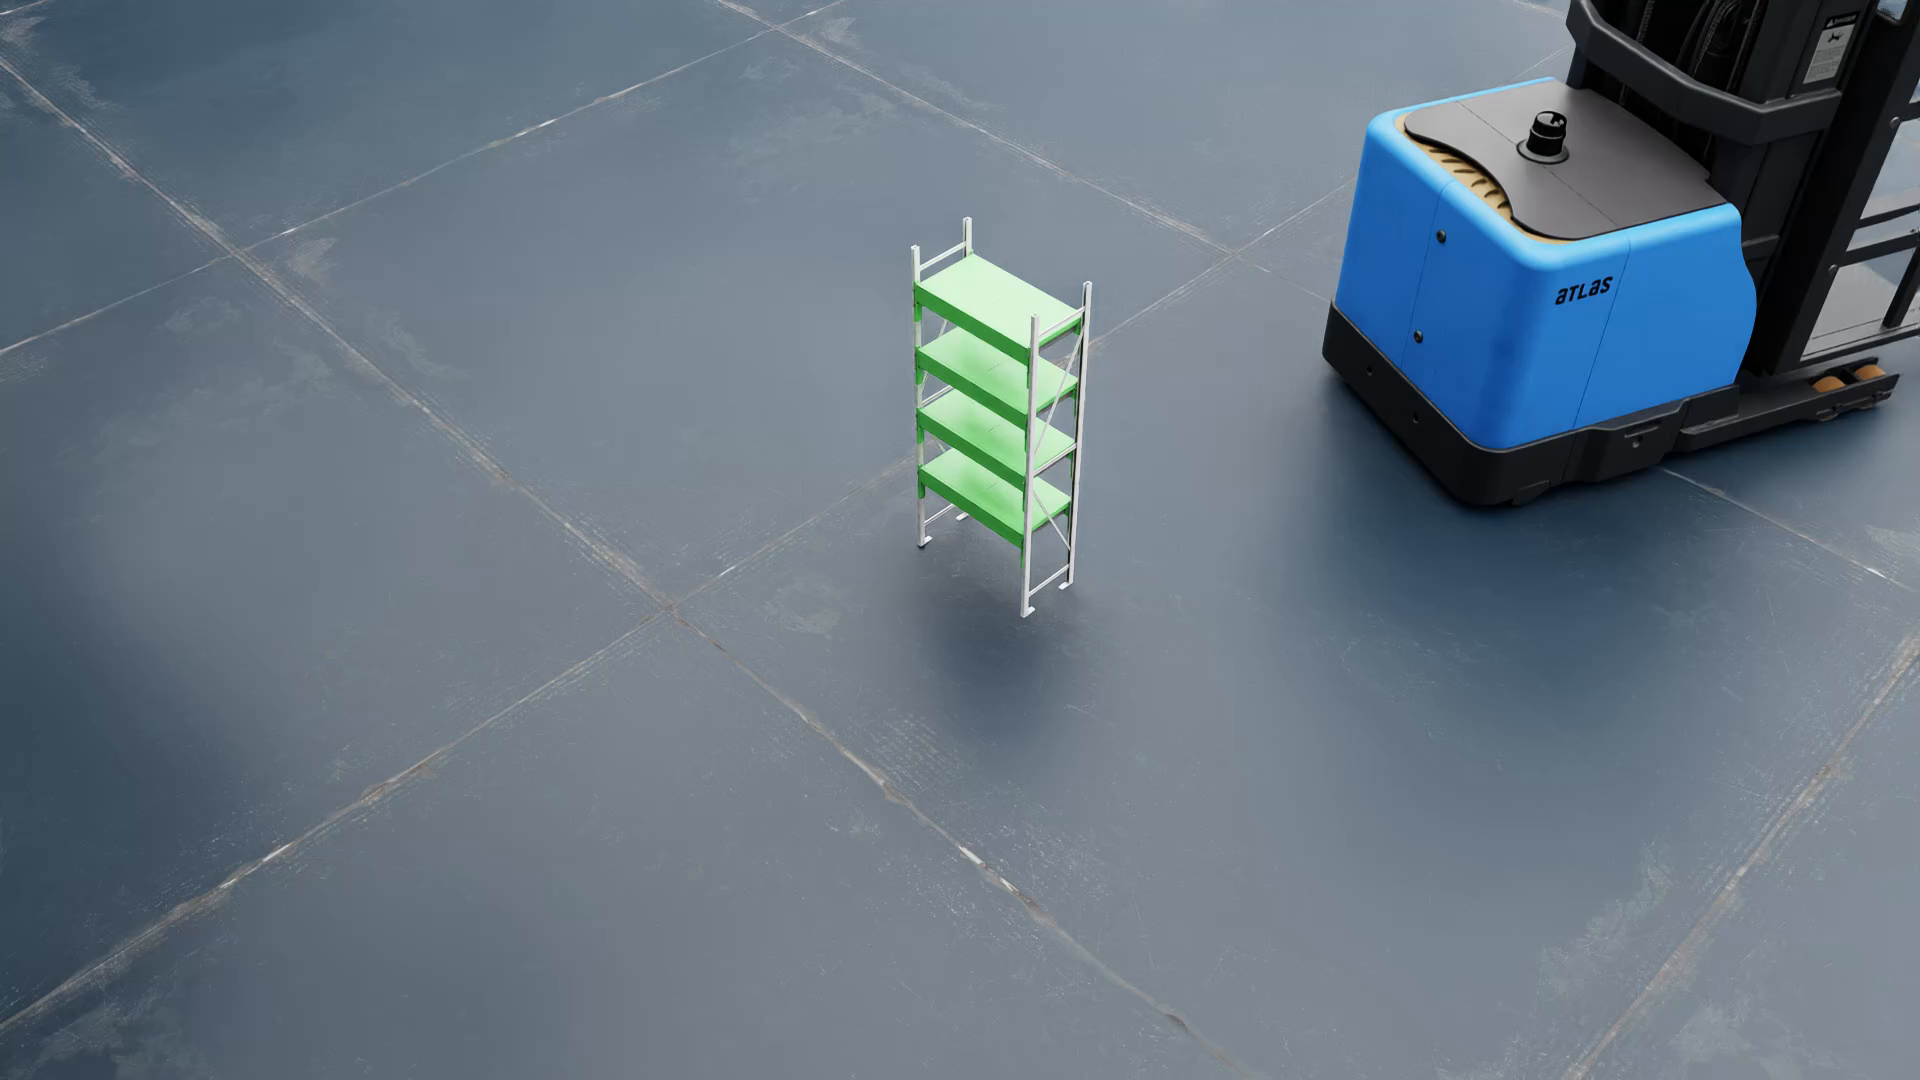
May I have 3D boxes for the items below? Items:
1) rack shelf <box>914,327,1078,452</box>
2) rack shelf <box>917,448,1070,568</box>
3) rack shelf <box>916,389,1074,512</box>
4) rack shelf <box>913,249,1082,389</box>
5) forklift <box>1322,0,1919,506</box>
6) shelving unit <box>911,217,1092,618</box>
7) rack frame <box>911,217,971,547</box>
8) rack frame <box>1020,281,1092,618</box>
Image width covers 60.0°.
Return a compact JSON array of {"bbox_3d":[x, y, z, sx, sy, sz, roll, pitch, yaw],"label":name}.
[{"bbox_3d":[0.117,-0.490,5.137,0.258,0.148,0.480,-34,53,-31],"label":"rack shelf"},{"bbox_3d":[0.117,-0.138,5.463,0.258,0.148,0.480,-34,53,-31],"label":"rack shelf"},{"bbox_3d":[0.117,-0.314,5.300,0.258,0.148,0.480,-34,53,-31],"label":"rack shelf"},{"bbox_3d":[0.117,-0.667,4.974,0.258,0.148,0.480,-34,53,-31],"label":"rack shelf"},{"bbox_3d":[2.967,-1.839,5.580,3.031,2.935,1.130,-15,45,-16],"label":"forklift"},{"bbox_3d":[0.117,-0.361,5.257,0.258,1.200,0.503,-34,53,-31],"label":"shelving unit"},{"bbox_3d":[-0.055,-0.478,5.384,0.240,1.200,0.015,-34,53,-31],"label":"rack frame"},{"bbox_3d":[0.289,-0.244,5.130,0.240,1.200,0.015,-34,53,-31],"label":"rack frame"}]
